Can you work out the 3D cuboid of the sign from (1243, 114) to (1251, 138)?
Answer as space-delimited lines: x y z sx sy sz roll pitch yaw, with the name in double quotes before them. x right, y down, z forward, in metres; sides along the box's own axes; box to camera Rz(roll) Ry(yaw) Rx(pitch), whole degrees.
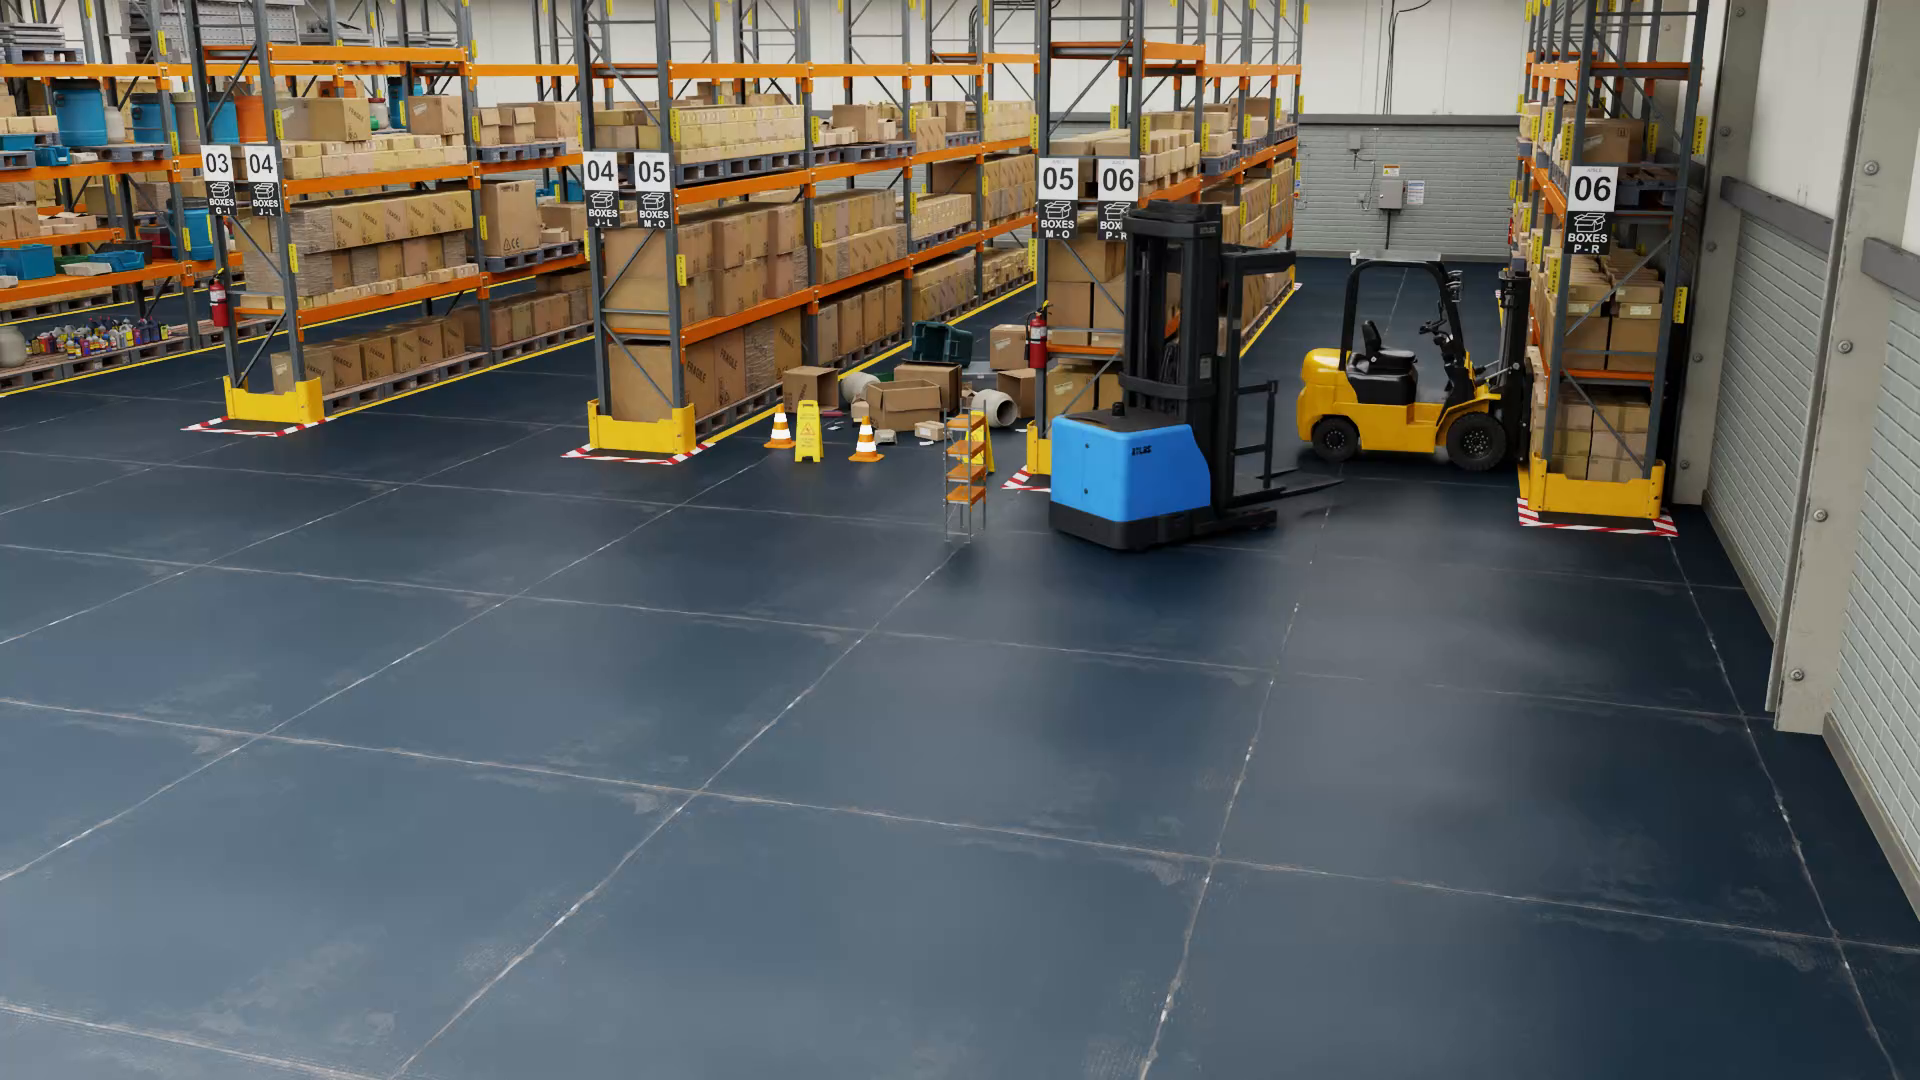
"sign" 4.060 -5.858 23.542 0.100 0.325 0.005 5 16 16

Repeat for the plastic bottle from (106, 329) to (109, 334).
"plastic bottle" -12.052 -2.860 23.588 0.061 0.283 0.133 5 16 16

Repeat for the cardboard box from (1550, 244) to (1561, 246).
"cardboard box" 7.382 -3.582 20.589 0.380 0.149 0.250 5 17 16

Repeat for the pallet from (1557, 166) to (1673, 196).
"pallet" 6.597 -3.636 16.816 1.003 0.211 1.213 5 16 16

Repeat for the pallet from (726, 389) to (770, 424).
"pallet" -3.007 -1.665 20.314 1.003 0.211 1.213 5 16 16

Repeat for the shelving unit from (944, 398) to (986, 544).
"shelving unit" 0.047 -0.621 14.818 0.258 1.200 0.503 5 16 16

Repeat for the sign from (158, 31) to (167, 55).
"sign" -11.322 -7.055 23.595 0.100 0.325 0.005 5 16 16

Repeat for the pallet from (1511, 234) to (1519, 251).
"pallet" 9.105 -4.579 25.827 1.003 0.211 1.213 5 16 16

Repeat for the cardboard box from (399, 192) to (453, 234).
"cardboard box" -7.103 -4.333 22.049 0.500 0.500 0.500 5 16 16

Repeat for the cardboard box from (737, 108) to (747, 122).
"cardboard box" -2.673 -4.892 19.127 0.380 0.149 0.250 5 17 17

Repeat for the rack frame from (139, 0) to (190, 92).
"rack frame" -17.935 -11.109 37.504 1.000 3.000 0.127 5 16 16

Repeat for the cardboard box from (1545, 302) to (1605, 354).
"cardboard box" 6.071 -2.064 16.427 0.500 0.500 0.500 5 17 18

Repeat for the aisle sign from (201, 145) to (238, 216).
"aisle sign" -8.540 -4.142 19.172 0.394 0.787 0.004 5 16 16

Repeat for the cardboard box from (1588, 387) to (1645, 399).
"cardboard box" 6.483 -1.334 16.474 0.500 0.250 0.500 5 16 16

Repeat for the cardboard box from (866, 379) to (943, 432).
"cardboard box" -0.662 -1.571 19.446 0.797 0.503 0.637 -7 17 -23

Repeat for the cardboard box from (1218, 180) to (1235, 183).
"cardboard box" 4.158 -5.557 26.907 0.500 0.500 0.500 5 16 16

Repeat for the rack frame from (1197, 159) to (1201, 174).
"rack frame" 2.403 -3.163 20.482 1.000 3.000 0.127 5 16 16

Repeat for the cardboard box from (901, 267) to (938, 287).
"cardboard box" -0.662 -4.221 26.651 0.500 0.250 0.500 4 16 15

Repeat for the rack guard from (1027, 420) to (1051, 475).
"rack guard" 1.288 -0.933 17.204 1.175 0.500 0.348 5 16 16

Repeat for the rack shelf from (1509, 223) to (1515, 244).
"rack shelf" 10.005 -5.049 28.451 1.077 0.370 4.000 5 16 16

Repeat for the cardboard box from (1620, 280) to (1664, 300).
"cardboard box" 6.463 -2.371 15.776 0.380 0.149 0.250 5 17 18

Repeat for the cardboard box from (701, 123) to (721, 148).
"cardboard box" -2.982 -4.477 18.396 0.500 0.250 0.500 4 16 15

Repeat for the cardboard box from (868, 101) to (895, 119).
"cardboard box" -1.237 -6.687 25.826 0.396 0.266 0.258 5 16 16

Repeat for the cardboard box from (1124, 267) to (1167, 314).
"cardboard box" 1.955 -2.679 18.048 0.500 0.500 0.500 4 16 15

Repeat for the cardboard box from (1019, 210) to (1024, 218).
"cardboard box" 1.004 -6.234 31.771 0.380 0.149 0.250 5 17 17

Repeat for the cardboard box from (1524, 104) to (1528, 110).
"cardboard box" 9.915 -7.312 28.428 0.500 0.250 0.500 4 16 15

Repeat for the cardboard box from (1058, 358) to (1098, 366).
"cardboard box" 1.284 -1.999 18.087 0.380 0.149 0.250 5 17 17

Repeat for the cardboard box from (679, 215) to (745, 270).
"cardboard box" -3.008 -3.446 19.229 0.875 0.550 0.550 5 16 16

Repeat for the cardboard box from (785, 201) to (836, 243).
"cardboard box" -2.092 -4.314 22.527 0.700 0.500 0.500 4 16 15

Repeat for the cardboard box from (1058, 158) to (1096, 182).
"cardboard box" 1.154 -3.785 16.909 0.500 0.250 0.500 4 16 15

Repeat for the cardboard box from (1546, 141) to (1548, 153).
"cardboard box" 7.185 -4.662 19.780 0.380 0.149 0.250 5 16 16

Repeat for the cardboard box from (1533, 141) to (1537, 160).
"cardboard box" 8.355 -5.481 23.433 0.500 0.250 0.500 5 16 16

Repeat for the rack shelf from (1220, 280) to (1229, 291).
"rack shelf" 2.972 -3.340 22.425 1.077 0.370 4.000 5 16 16

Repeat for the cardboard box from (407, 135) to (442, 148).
"cardboard box" -7.065 -5.251 21.893 0.380 0.149 0.250 4 16 13

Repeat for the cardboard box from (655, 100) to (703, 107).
"cardboard box" -4.980 -7.565 29.553 0.700 0.500 0.500 5 17 17

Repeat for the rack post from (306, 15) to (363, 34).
"rack post" -10.583 -8.707 28.092 0.624 0.289 0.986 5 16 16

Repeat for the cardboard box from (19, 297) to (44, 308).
"cardboard box" -15.806 -4.068 27.944 0.500 0.250 0.500 5 17 17

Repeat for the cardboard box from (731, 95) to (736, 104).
"cardboard box" -4.503 -8.115 31.310 0.700 0.500 0.500 6 17 19

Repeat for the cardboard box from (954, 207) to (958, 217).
"cardboard box" -0.242 -5.512 27.912 0.380 0.149 0.250 4 16 14

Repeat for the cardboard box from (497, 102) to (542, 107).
"cardboard box" -6.625 -6.342 25.094 0.500 0.500 0.500 4 16 14

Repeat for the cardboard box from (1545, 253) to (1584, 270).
"cardboard box" 6.565 -3.019 18.060 0.380 0.149 0.250 5 17 17

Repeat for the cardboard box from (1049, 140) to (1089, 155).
"cardboard box" 1.080 -3.933 16.701 0.380 0.149 0.250 5 17 16

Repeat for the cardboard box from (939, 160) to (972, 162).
"cardboard box" -0.082 -6.565 29.917 0.500 0.500 0.500 4 16 14

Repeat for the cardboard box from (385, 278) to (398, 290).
"cardboard box" -7.462 -3.280 21.358 0.380 0.149 0.250 5 16 16

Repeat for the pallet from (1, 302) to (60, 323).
"pallet" -16.078 -3.875 28.103 1.003 0.211 1.213 5 16 16

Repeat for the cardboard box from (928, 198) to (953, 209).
"cardboard box" -0.323 -5.590 27.640 0.380 0.149 0.250 4 16 14

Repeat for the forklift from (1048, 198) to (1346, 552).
"forklift" 2.298 -1.604 15.113 3.031 2.935 1.130 -11 19 -34

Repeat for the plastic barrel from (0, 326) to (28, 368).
"plastic barrel" -12.727 -2.583 22.229 0.421 0.512 0.421 0 16 0

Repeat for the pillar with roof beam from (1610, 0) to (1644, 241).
"pillar with roof beam" 6.371 -8.204 27.262 9.100 9.000 0.400 5 16 16

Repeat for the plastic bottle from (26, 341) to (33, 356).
"plastic bottle" -12.882 -2.648 22.992 0.097 0.201 0.097 0 16 0

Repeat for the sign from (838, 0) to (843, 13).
"sign" -1.758 -7.980 24.614 0.100 0.325 0.005 5 16 16

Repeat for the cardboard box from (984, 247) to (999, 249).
"cardboard box" 0.564 -5.665 32.671 0.380 0.149 0.250 4 16 13
